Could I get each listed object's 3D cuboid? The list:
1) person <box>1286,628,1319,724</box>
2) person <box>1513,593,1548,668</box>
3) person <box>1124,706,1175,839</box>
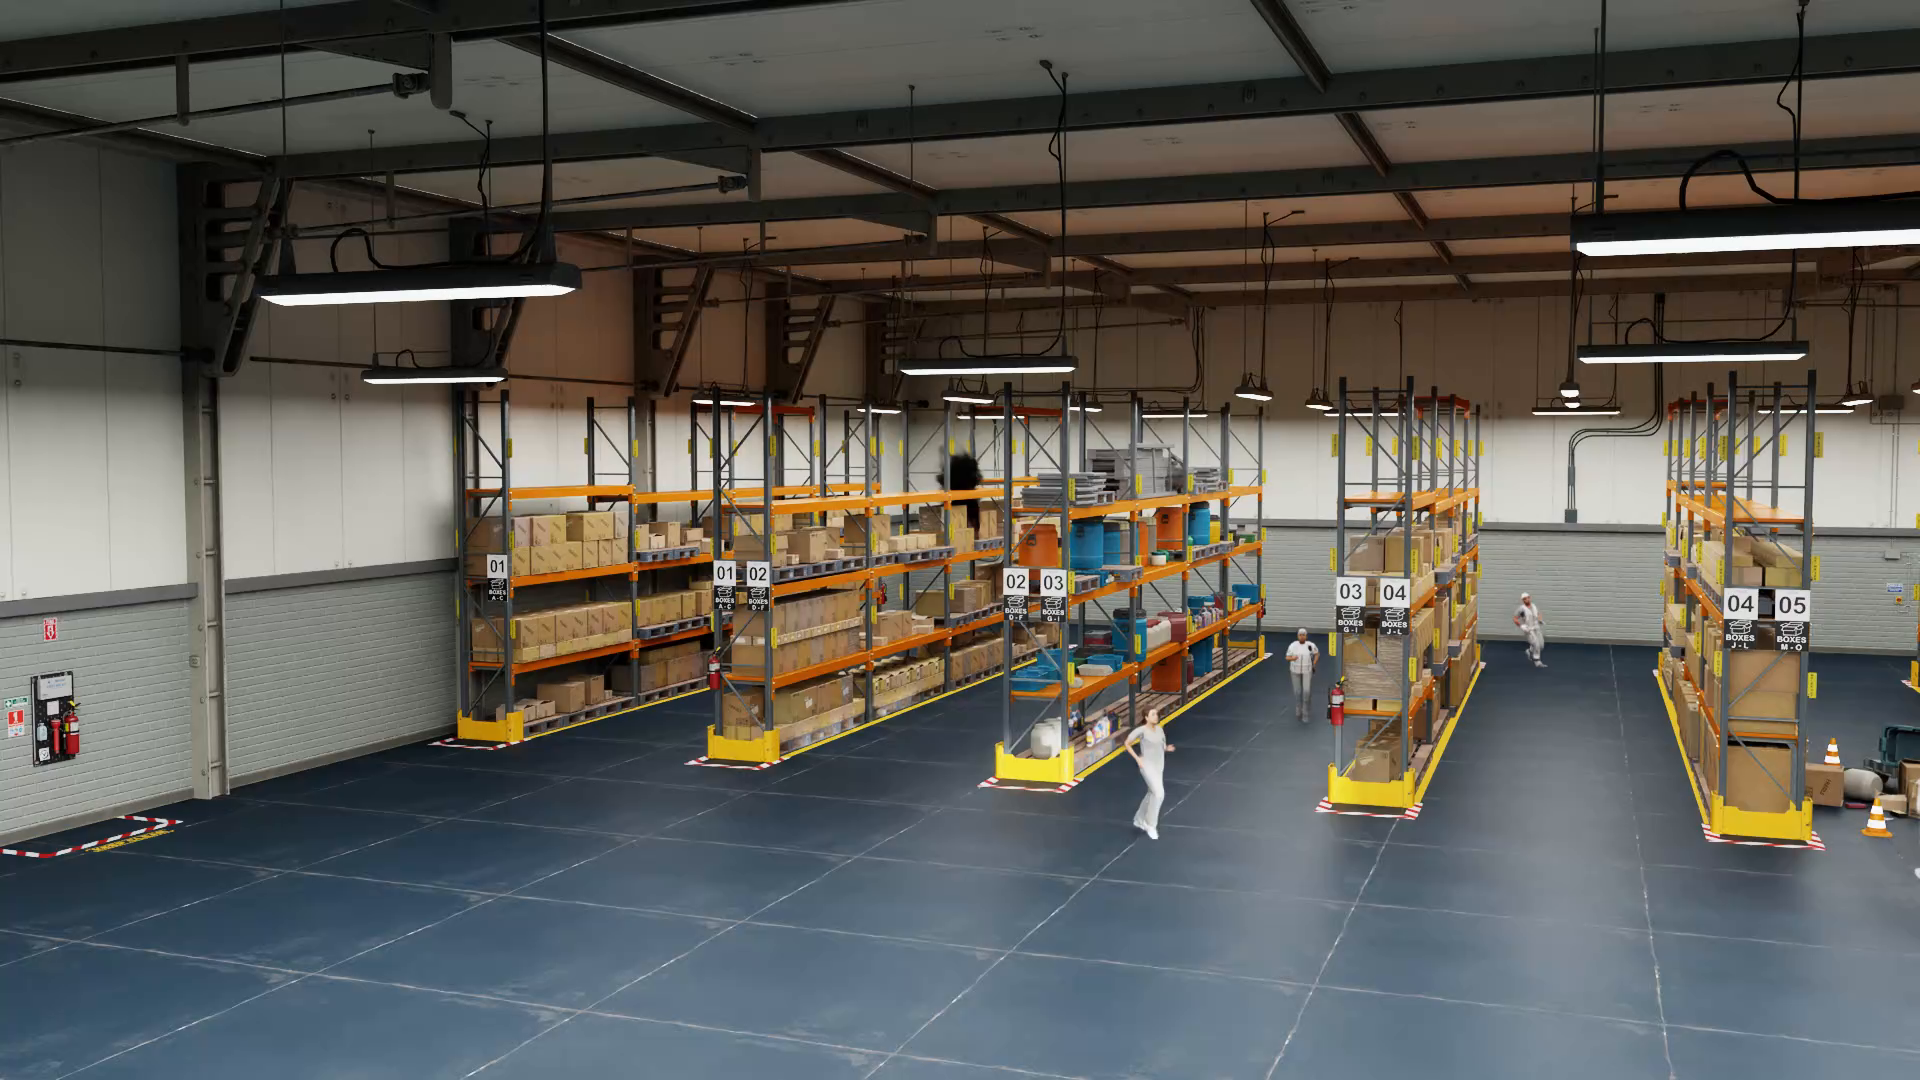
[{"bbox_3d":[6.296,2.484,30.607,0.590,1.721,0.726,1,3,16],"label":"person"},{"bbox_3d":[12.976,2.058,37.923,0.720,1.720,0.656,-1,3,-21],"label":"person"},{"bbox_3d":[2.475,2.989,21.456,0.544,1.705,0.673,-3,4,-41],"label":"person"}]
